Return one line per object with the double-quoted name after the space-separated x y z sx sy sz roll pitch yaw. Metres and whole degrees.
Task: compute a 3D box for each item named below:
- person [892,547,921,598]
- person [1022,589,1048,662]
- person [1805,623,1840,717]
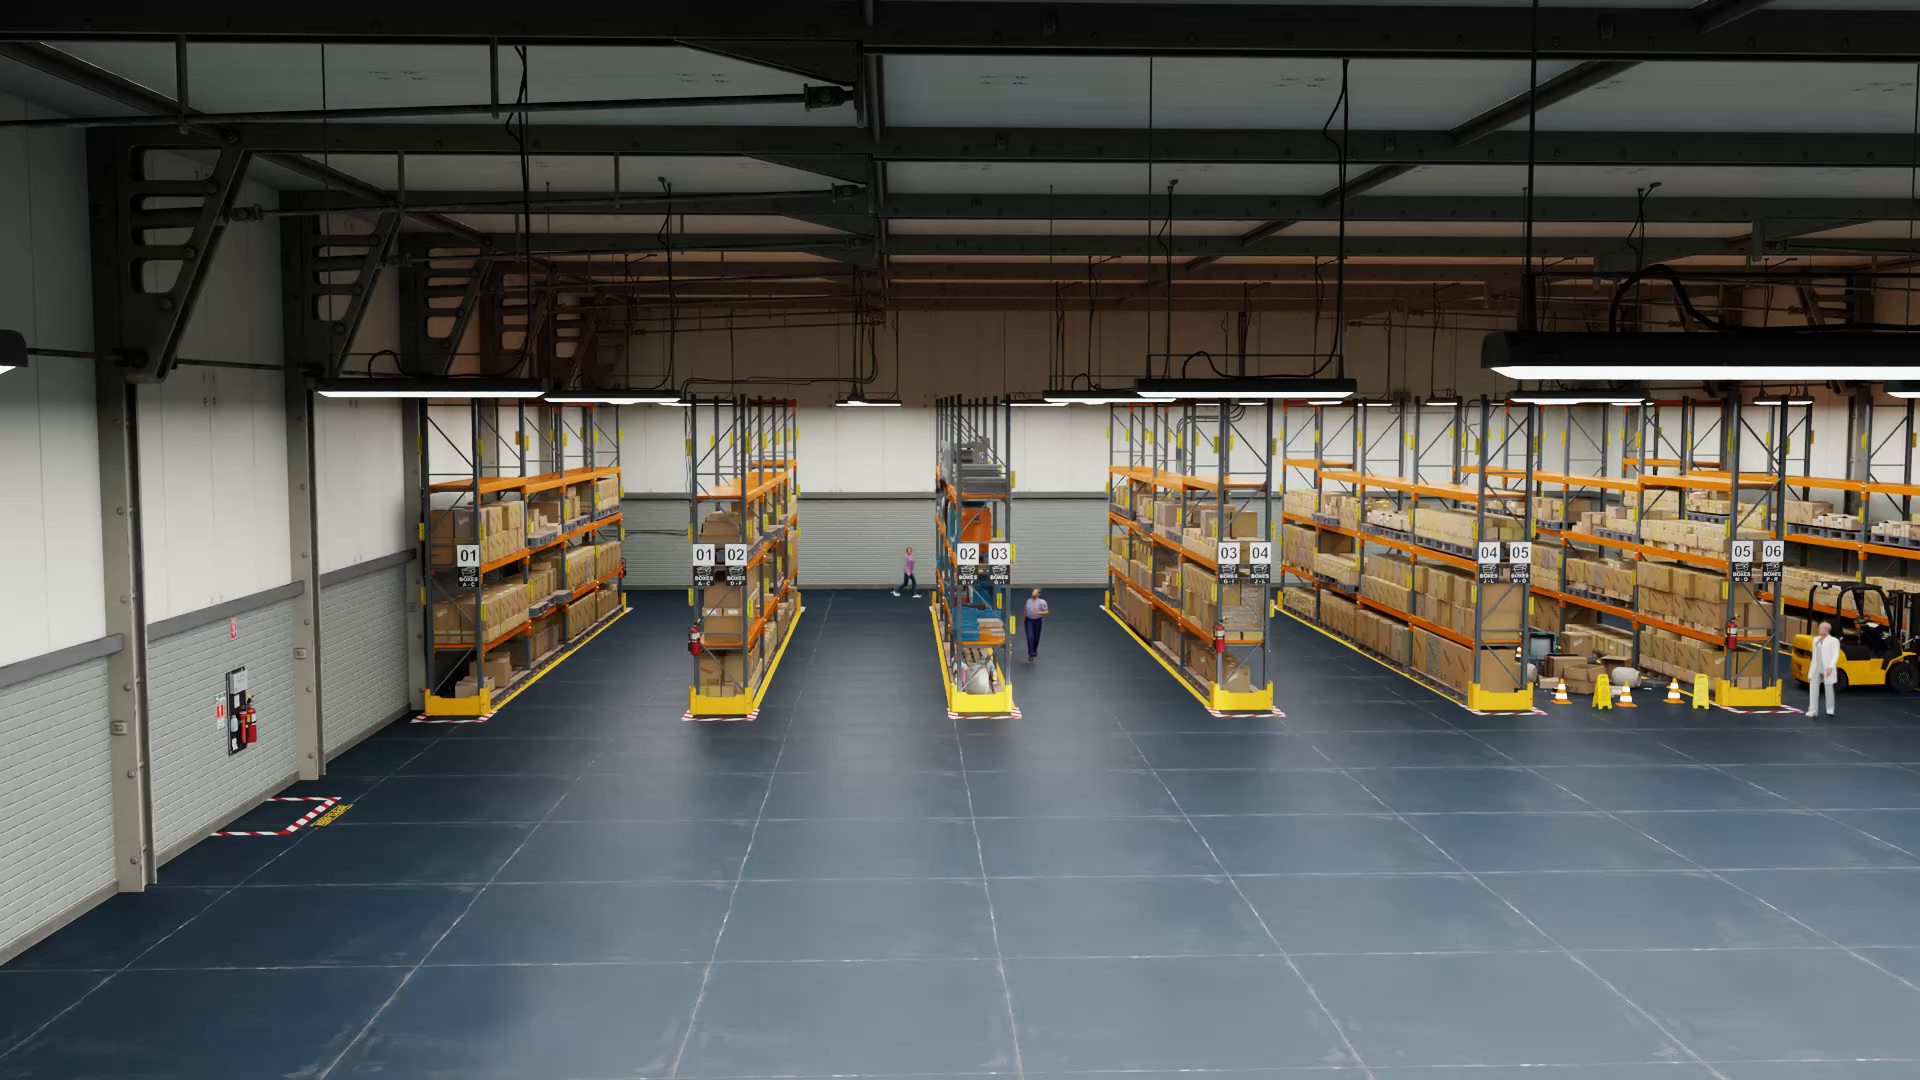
-1.607 0.981 50.316 0.866 1.549 0.487 1 5 7 "person"
1.710 1.899 37.600 0.566 1.588 0.987 0 5 -3 "person"
15.996 2.404 30.826 0.548 1.730 1.052 4 6 43 "person"
